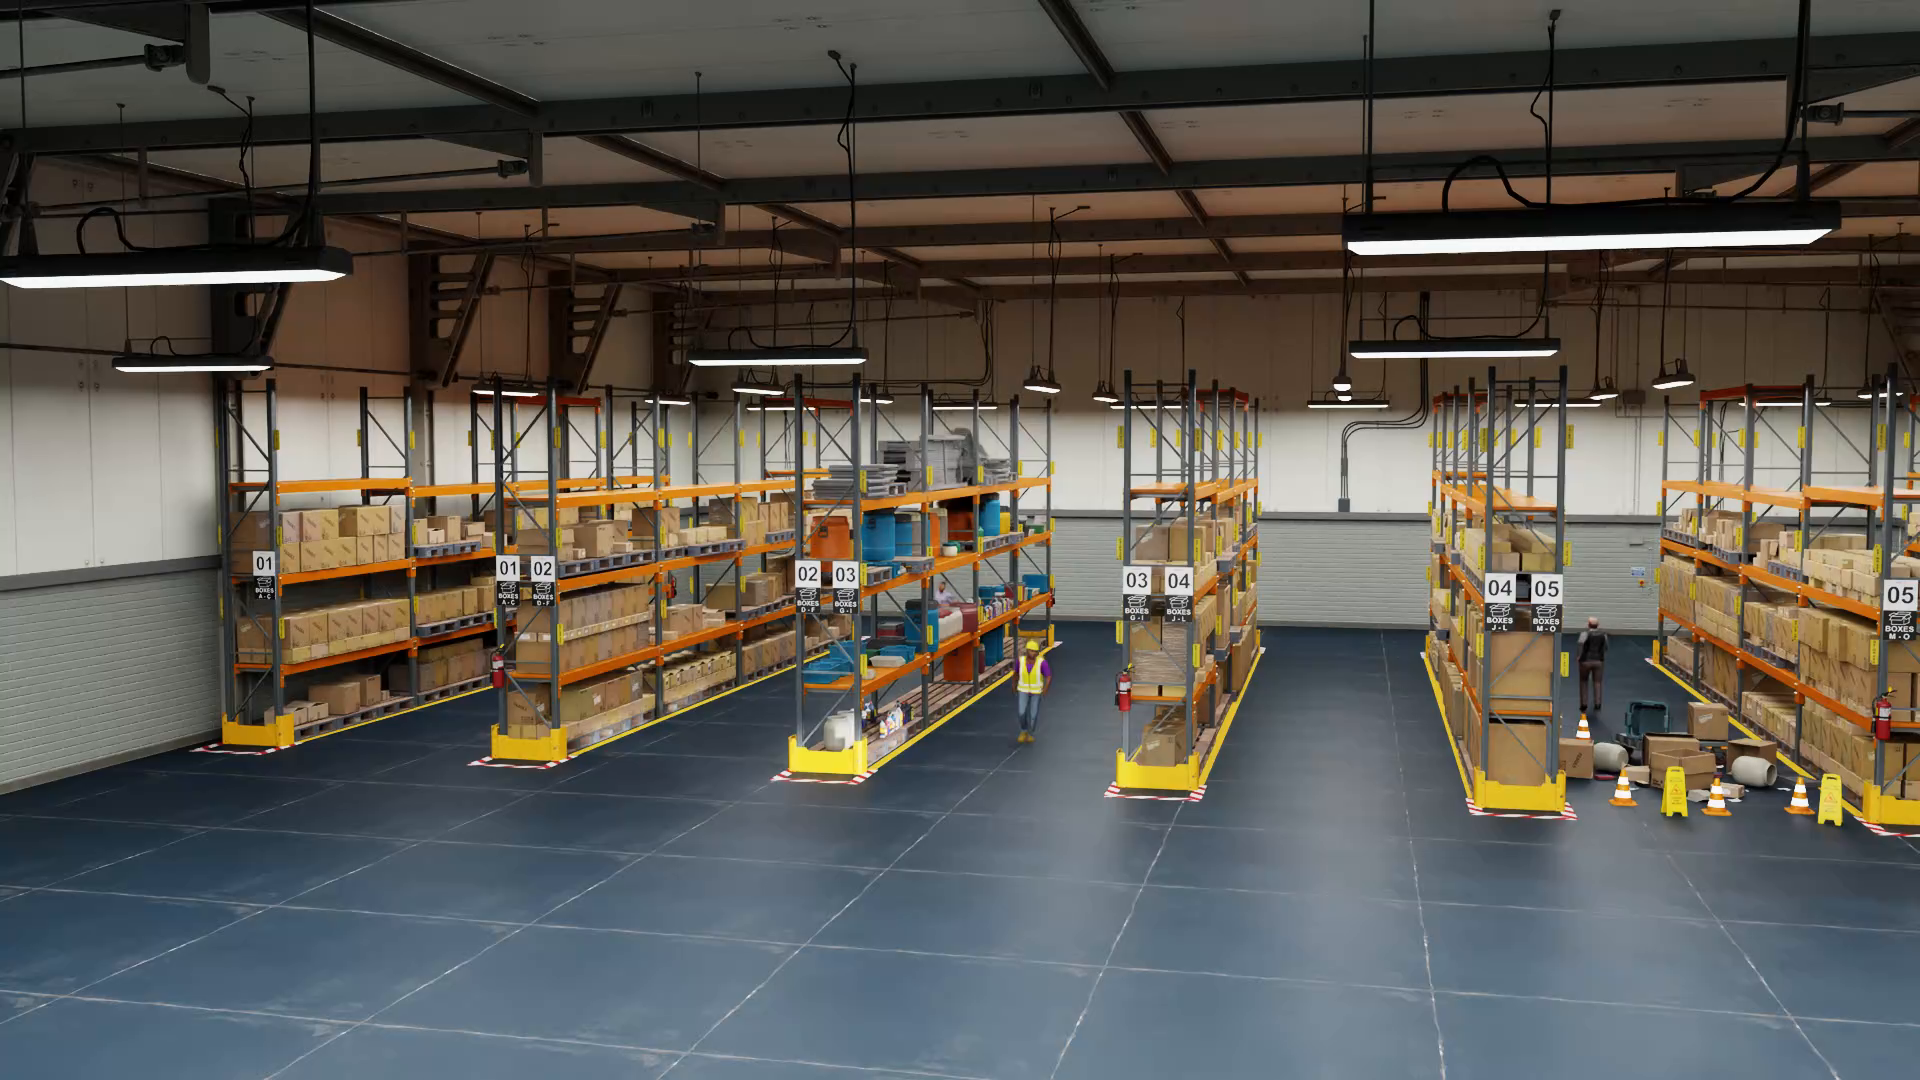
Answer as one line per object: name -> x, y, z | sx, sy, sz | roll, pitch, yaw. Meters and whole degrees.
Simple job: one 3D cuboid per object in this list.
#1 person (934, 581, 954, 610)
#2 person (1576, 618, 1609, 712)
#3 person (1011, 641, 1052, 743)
person -> -0.392, 1.816, 39.245 | 0.594, 1.683, 0.808 | 1, 4, 18
person -> 11.557, 2.301, 30.382 | 0.617, 1.762, 0.856 | 1, 3, 10
person -> 1.165, 2.494, 27.225 | 0.680, 1.708, 0.821 | 0, 3, 4
